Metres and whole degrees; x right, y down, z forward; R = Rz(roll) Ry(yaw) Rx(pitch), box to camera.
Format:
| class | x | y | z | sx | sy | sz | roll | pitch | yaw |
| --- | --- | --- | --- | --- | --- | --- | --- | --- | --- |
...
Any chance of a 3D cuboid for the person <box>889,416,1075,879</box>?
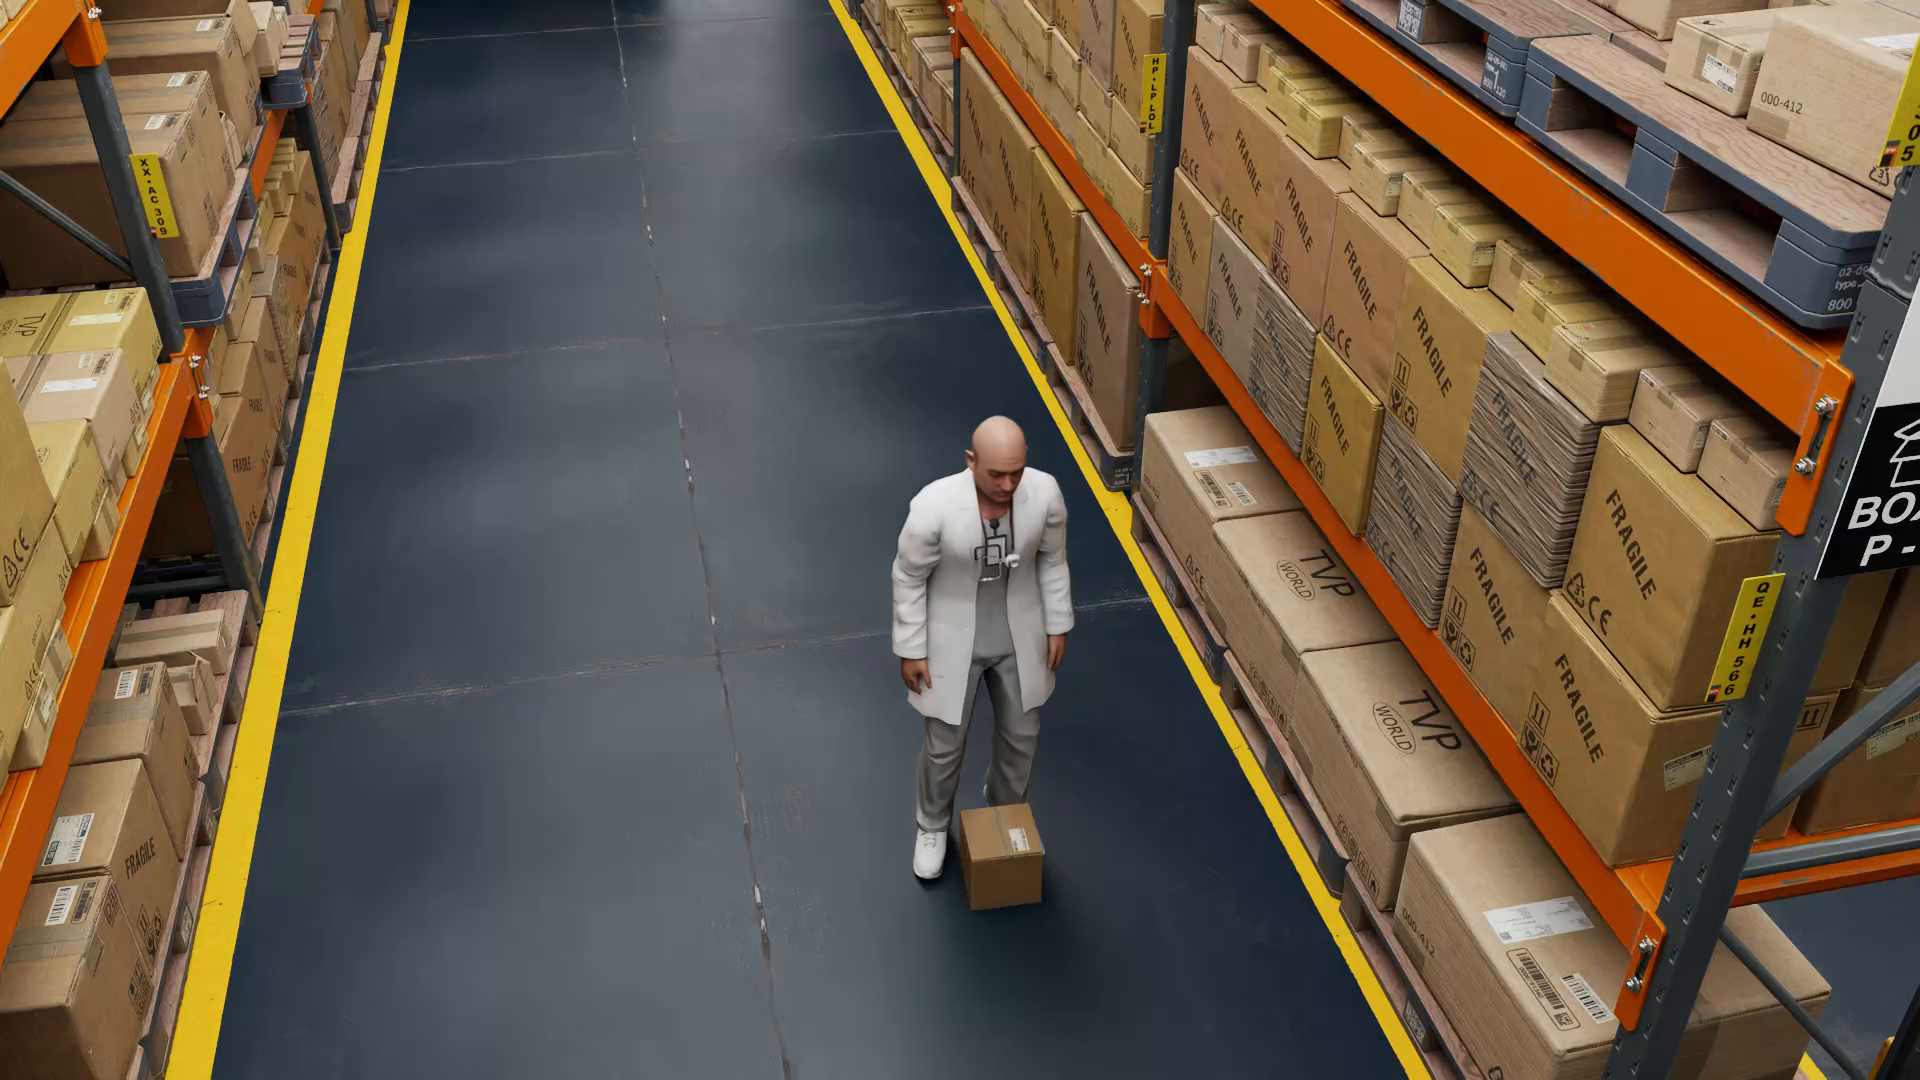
| class | x | y | z | sx | sy | sz | roll | pitch | yaw |
| --- | --- | --- | --- | --- | --- | --- | --- | --- | --- |
| person | 0.076 | 0.349 | 5.637 | 0.642 | 1.773 | 0.427 | -7 | 35 | -10 |
